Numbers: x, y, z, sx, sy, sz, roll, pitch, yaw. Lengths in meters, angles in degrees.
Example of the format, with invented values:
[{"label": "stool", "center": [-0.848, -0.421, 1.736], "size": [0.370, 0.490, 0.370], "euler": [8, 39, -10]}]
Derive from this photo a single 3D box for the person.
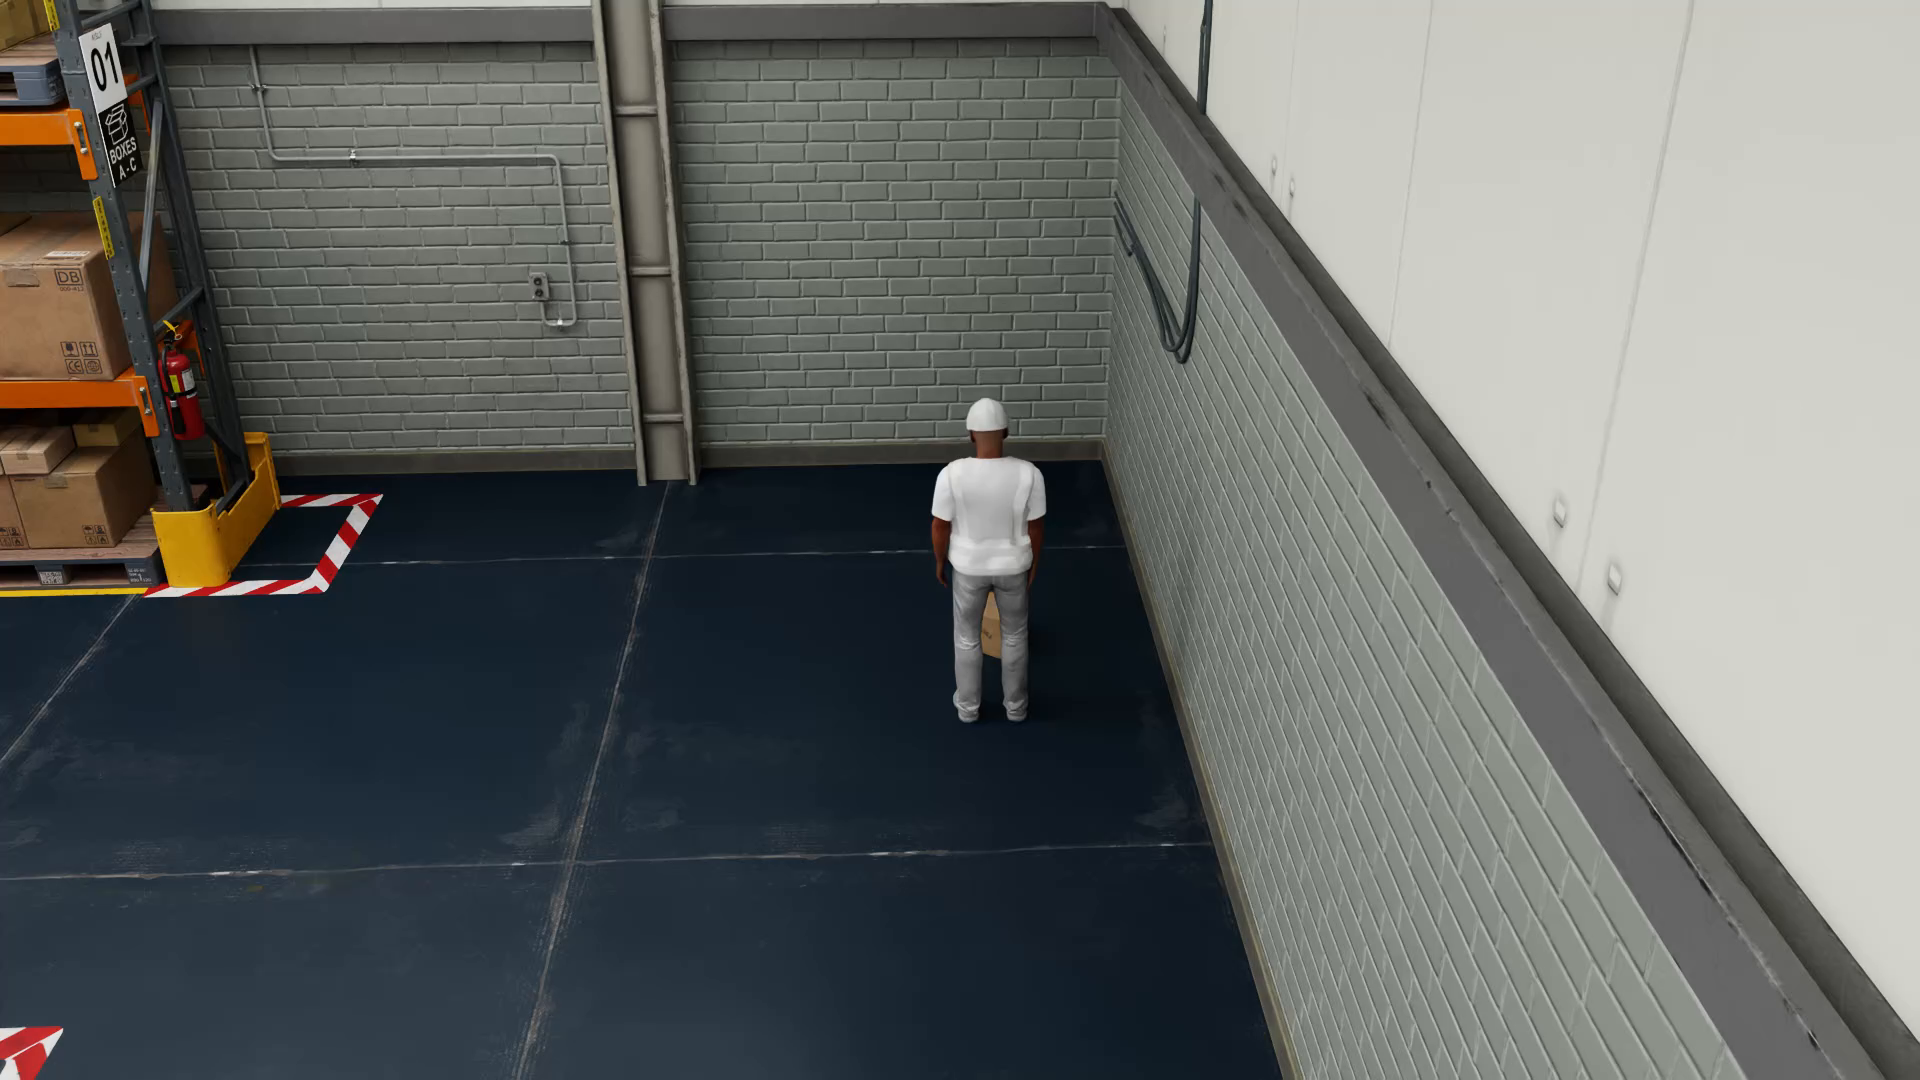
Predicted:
[{"label": "person", "center": [0.141, 0.114, 8.377], "size": [0.566, 1.760, 0.361], "euler": [-1, 27, -2]}]
